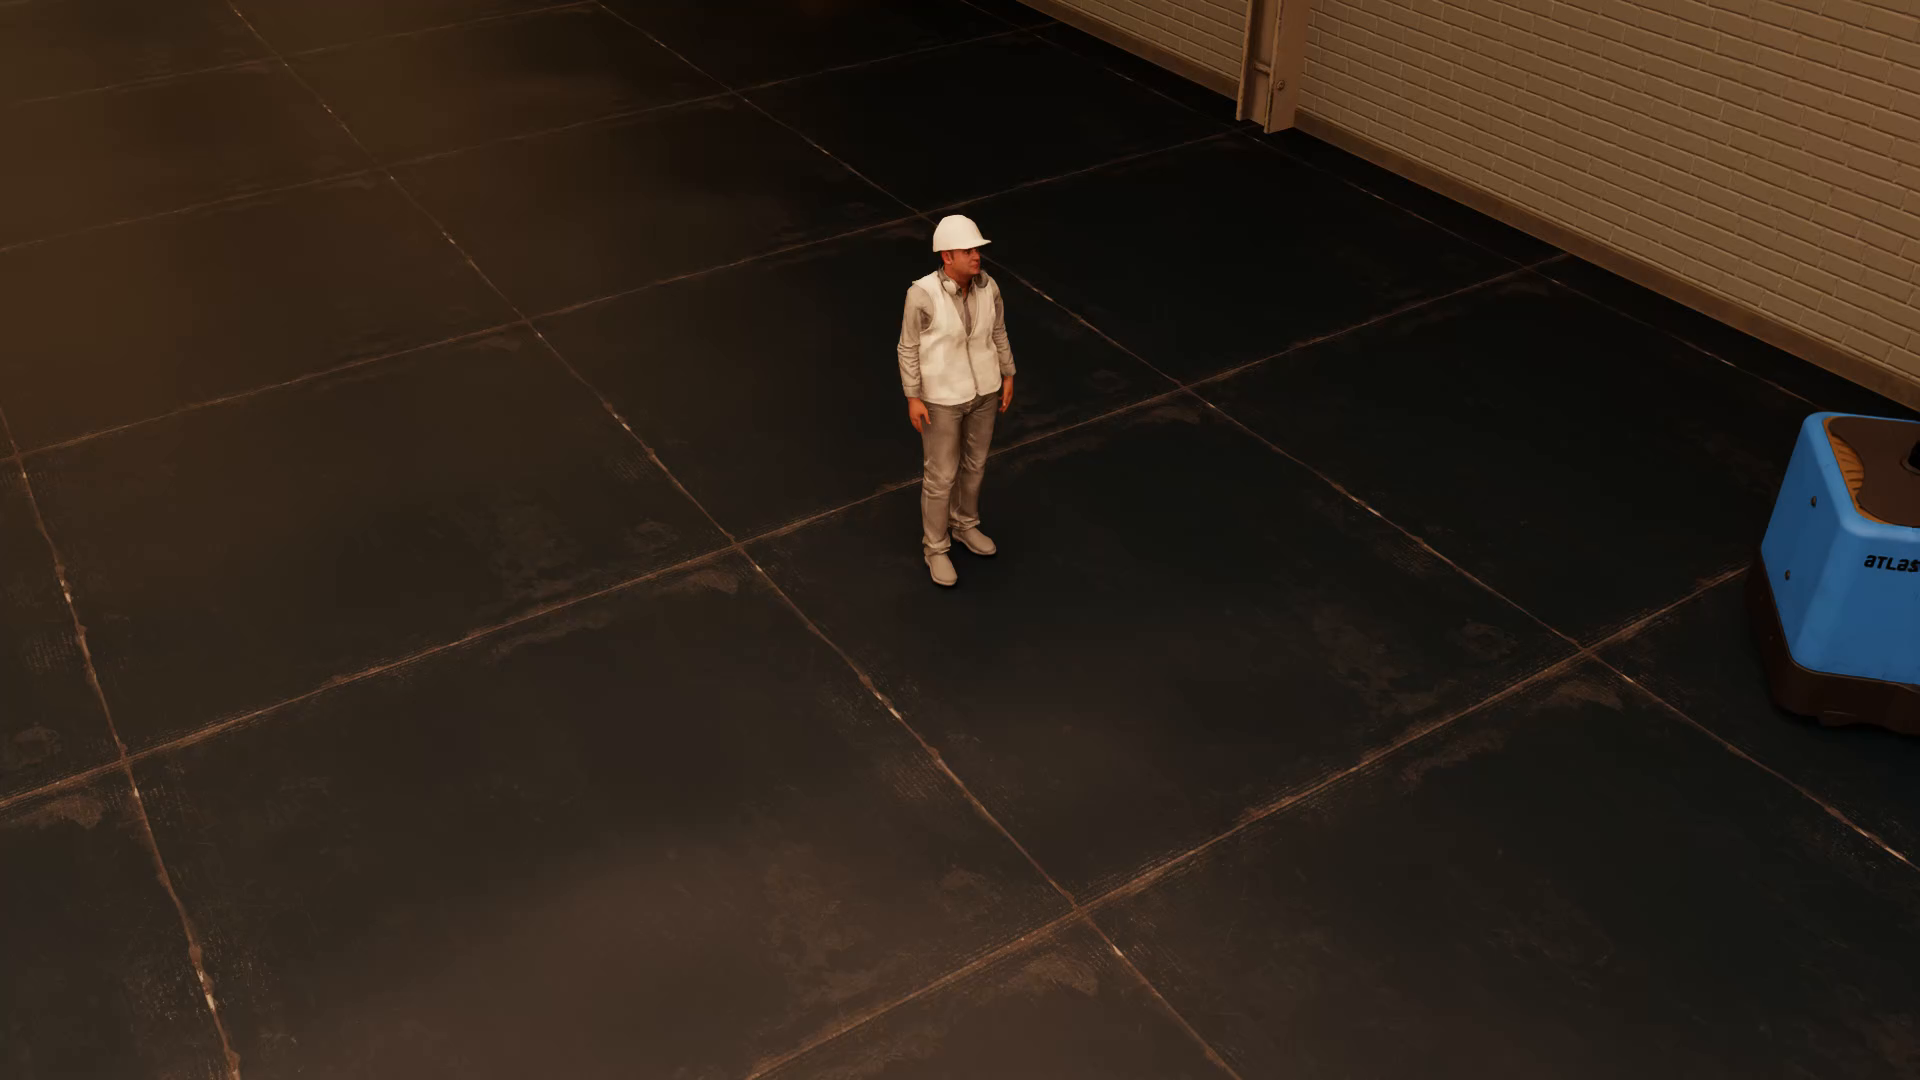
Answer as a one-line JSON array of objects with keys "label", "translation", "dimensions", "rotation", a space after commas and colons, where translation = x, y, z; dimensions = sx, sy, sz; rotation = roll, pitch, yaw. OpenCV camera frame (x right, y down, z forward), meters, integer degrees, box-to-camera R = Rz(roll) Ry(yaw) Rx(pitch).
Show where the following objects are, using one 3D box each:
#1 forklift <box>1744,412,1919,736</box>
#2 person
[{"label": "forklift", "translation": [5.266, -0.472, 6.819], "dimensions": [3.031, 2.935, 1.130], "rotation": [7, 36, 10]}, {"label": "person", "translation": [0.028, -0.699, 8.136], "dimensions": [0.633, 1.775, 0.566], "rotation": [-21, 40, -27]}]
